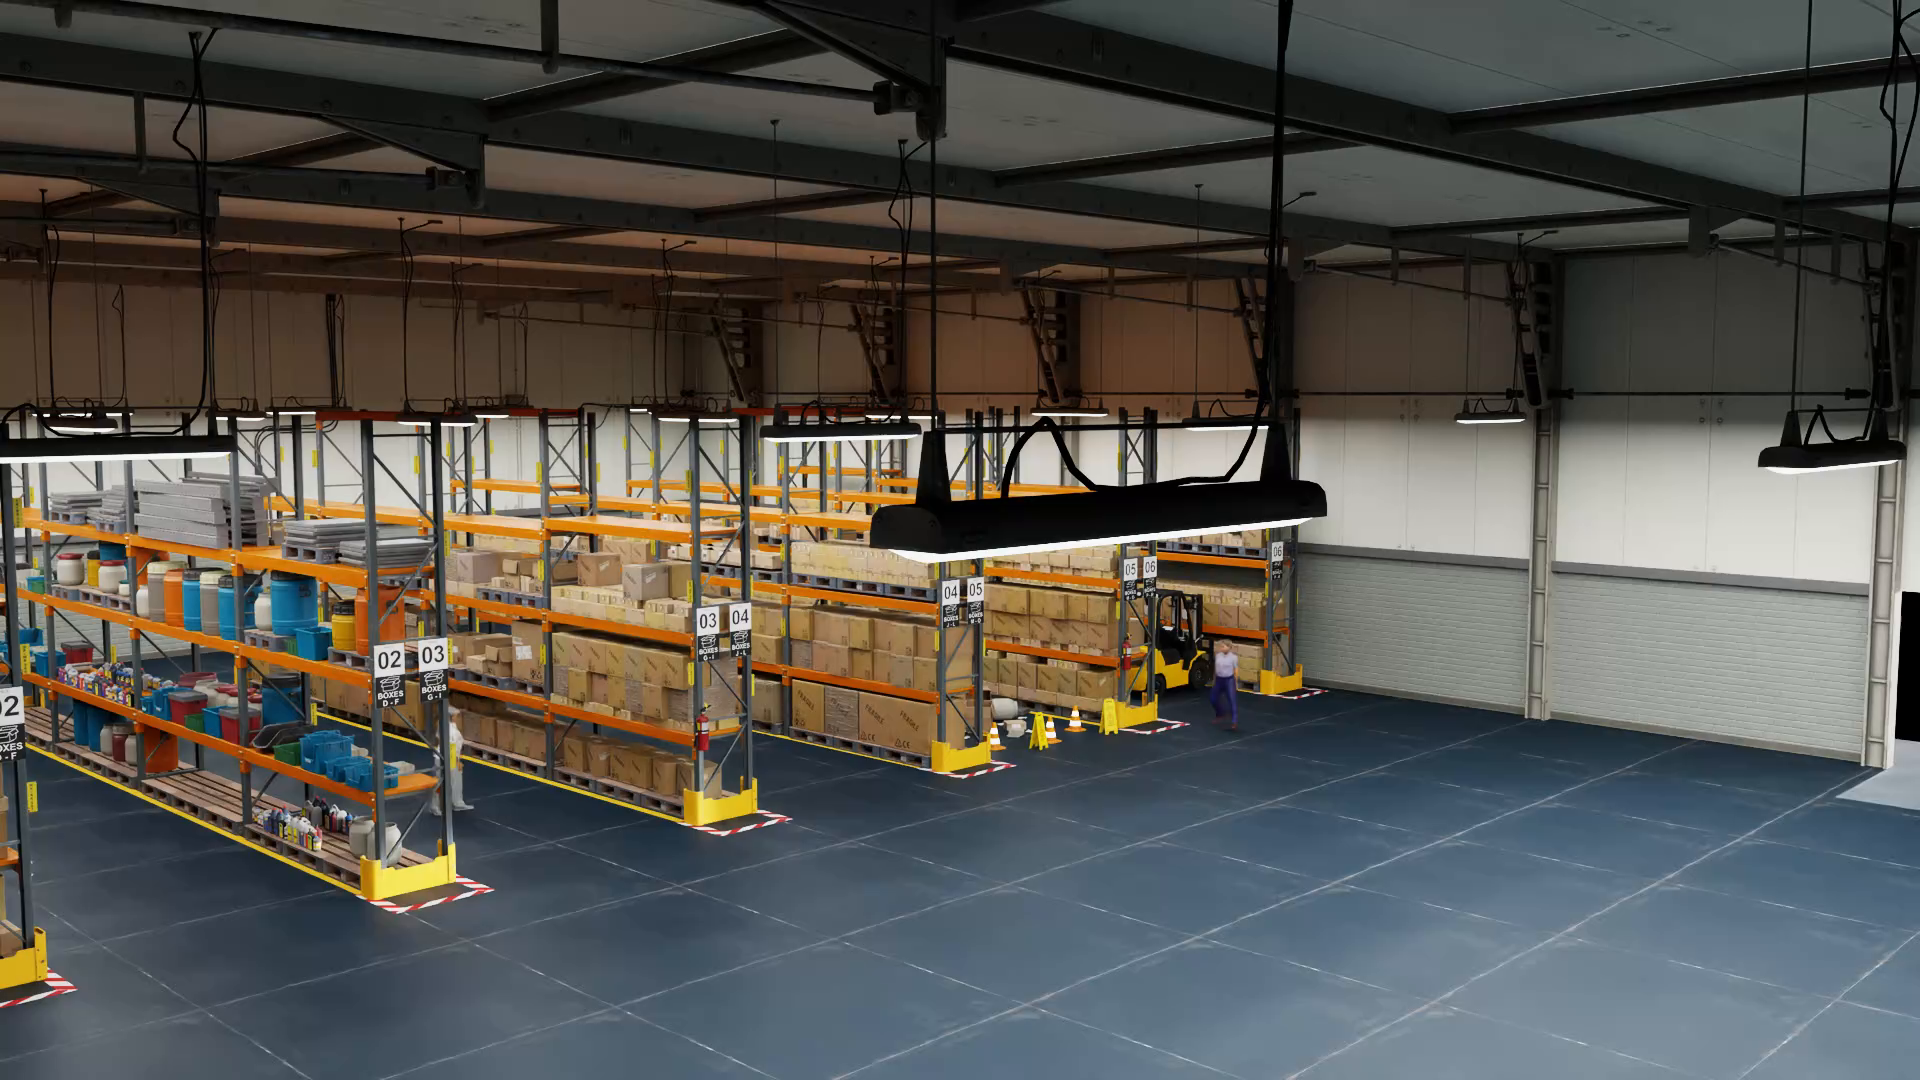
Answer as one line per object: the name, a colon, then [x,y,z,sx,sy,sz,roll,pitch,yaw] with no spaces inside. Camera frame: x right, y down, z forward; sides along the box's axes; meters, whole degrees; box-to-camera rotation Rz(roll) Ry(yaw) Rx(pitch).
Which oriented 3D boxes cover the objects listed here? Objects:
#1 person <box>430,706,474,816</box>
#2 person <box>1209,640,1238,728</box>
person: [-7.663,3.302,24.971,0.622,1.645,0.528,-1,5,-10]
person: [5.025,2.714,31.505,0.604,1.665,0.424,4,6,35]
